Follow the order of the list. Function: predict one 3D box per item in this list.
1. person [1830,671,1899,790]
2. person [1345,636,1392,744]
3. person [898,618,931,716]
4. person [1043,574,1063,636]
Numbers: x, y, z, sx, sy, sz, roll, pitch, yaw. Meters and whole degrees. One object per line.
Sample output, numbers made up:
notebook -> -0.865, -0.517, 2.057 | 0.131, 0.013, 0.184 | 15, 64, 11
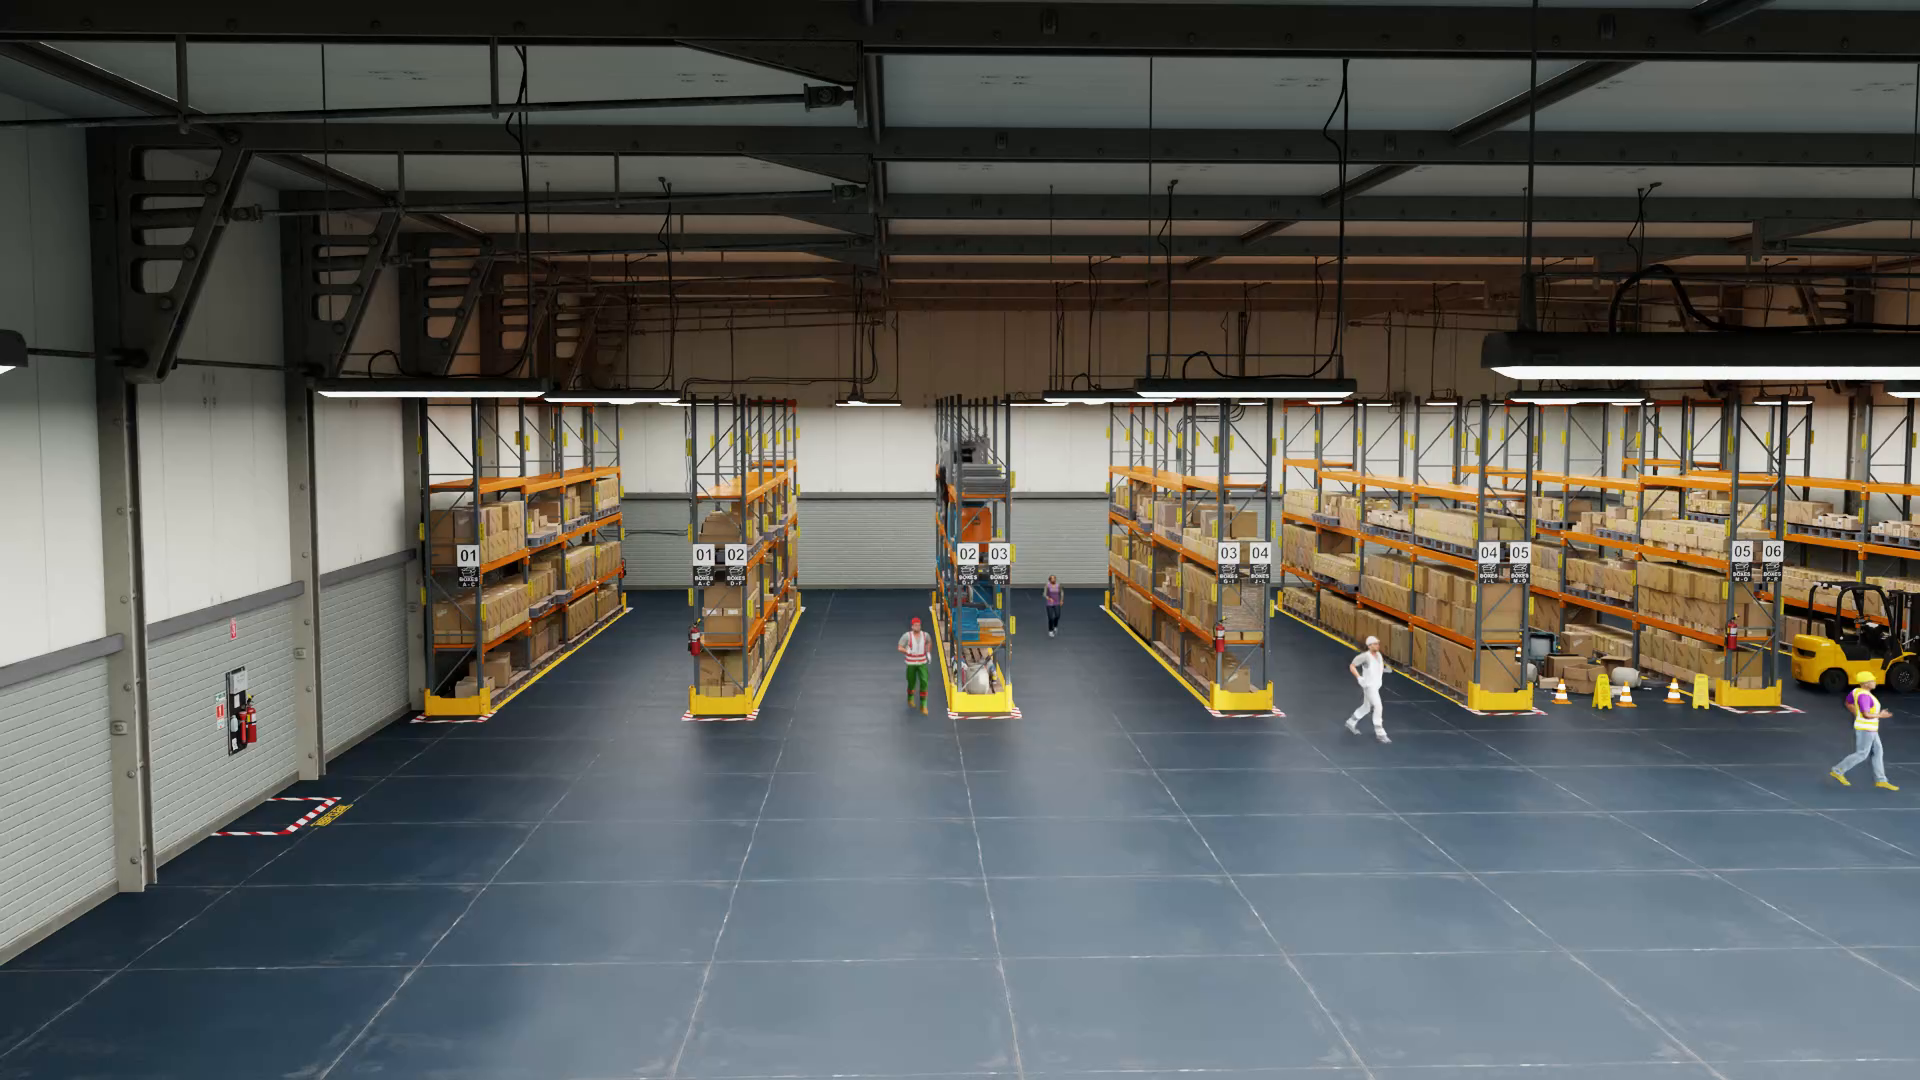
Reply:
person -> 13.582, 2.846, 24.916 | 0.917, 1.765, 0.701 | 2, 5, 28
person -> 7.110, 2.557, 28.793 | 0.916, 1.815, 0.629 | 4, 6, 42
person -> -0.842, 2.360, 31.451 | 0.682, 1.812, 0.937 | -1, 5, -12
person -> 2.370, 1.642, 41.905 | 0.567, 1.566, 0.575 | -1, 5, -9
